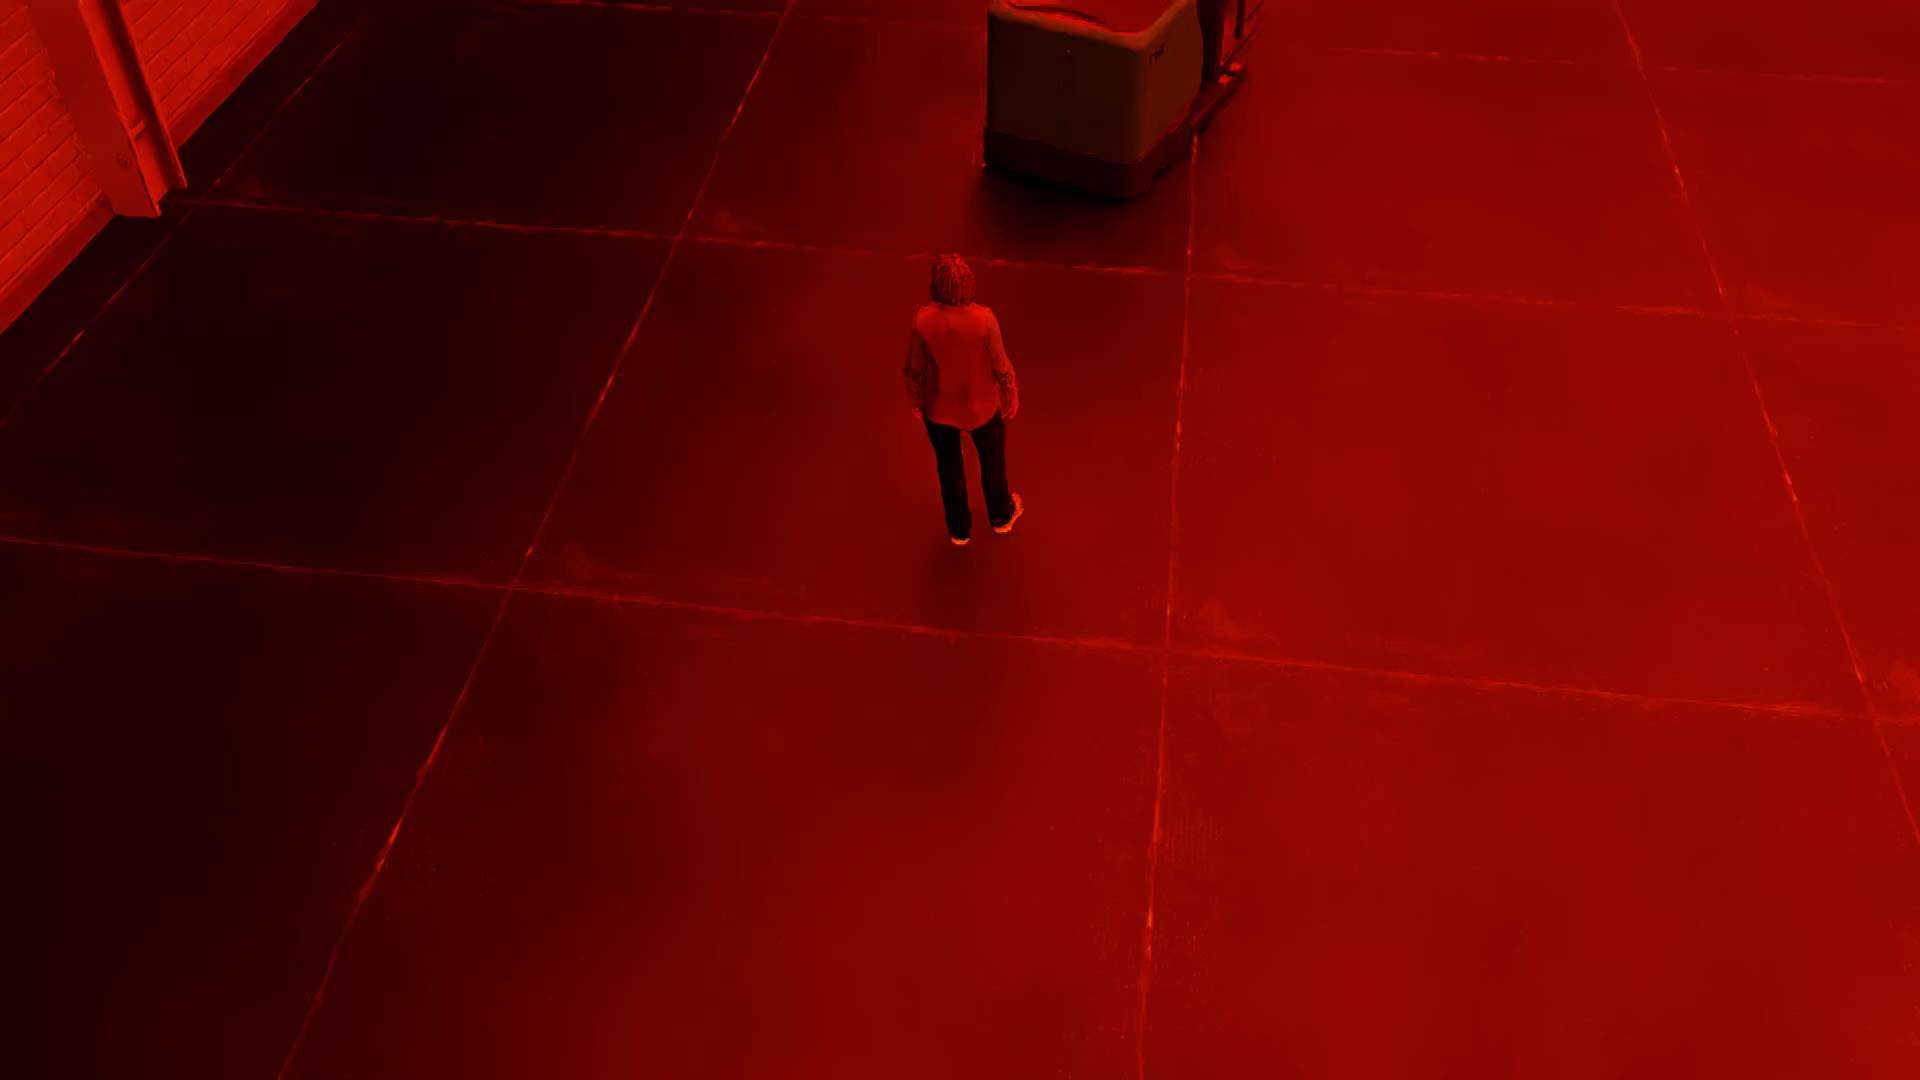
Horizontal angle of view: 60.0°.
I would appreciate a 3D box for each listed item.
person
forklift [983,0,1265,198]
[{"bbox_3d":[0.024,-0.642,7.399,0.520,1.597,0.474,5,43,6],"label":"person"},{"bbox_3d":[1.276,-4.133,10.223,1.130,2.935,3.031,19,46,20],"label":"forklift"}]
